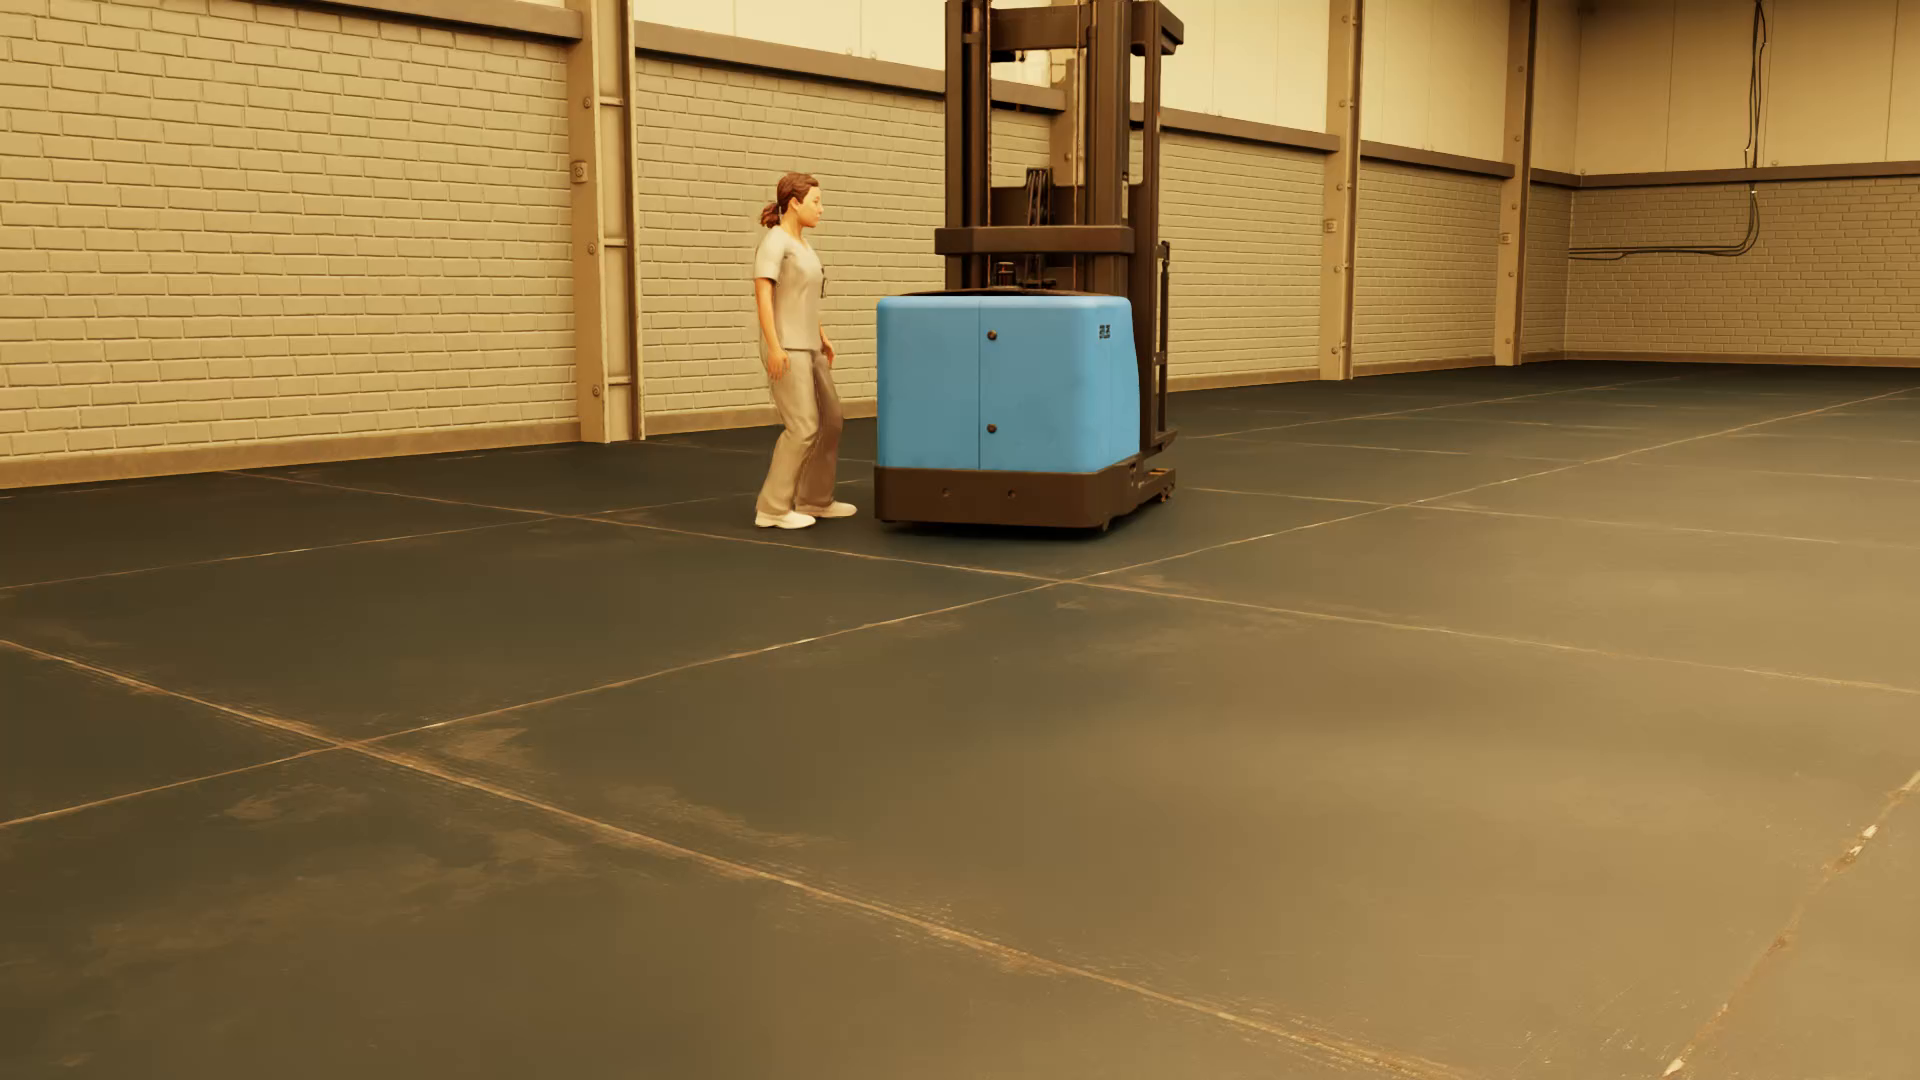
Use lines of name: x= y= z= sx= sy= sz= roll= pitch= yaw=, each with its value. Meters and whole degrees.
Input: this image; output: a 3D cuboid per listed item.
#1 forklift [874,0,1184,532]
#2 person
forklift: x=0.532 y=-1.659 z=8.622 sx=1.130 sy=2.935 sz=3.031 roll=3 pitch=9 yaw=17
person: x=-0.758 y=-0.884 z=7.788 sx=0.383 sy=1.640 sz=0.684 roll=2 pitch=9 yaw=13
